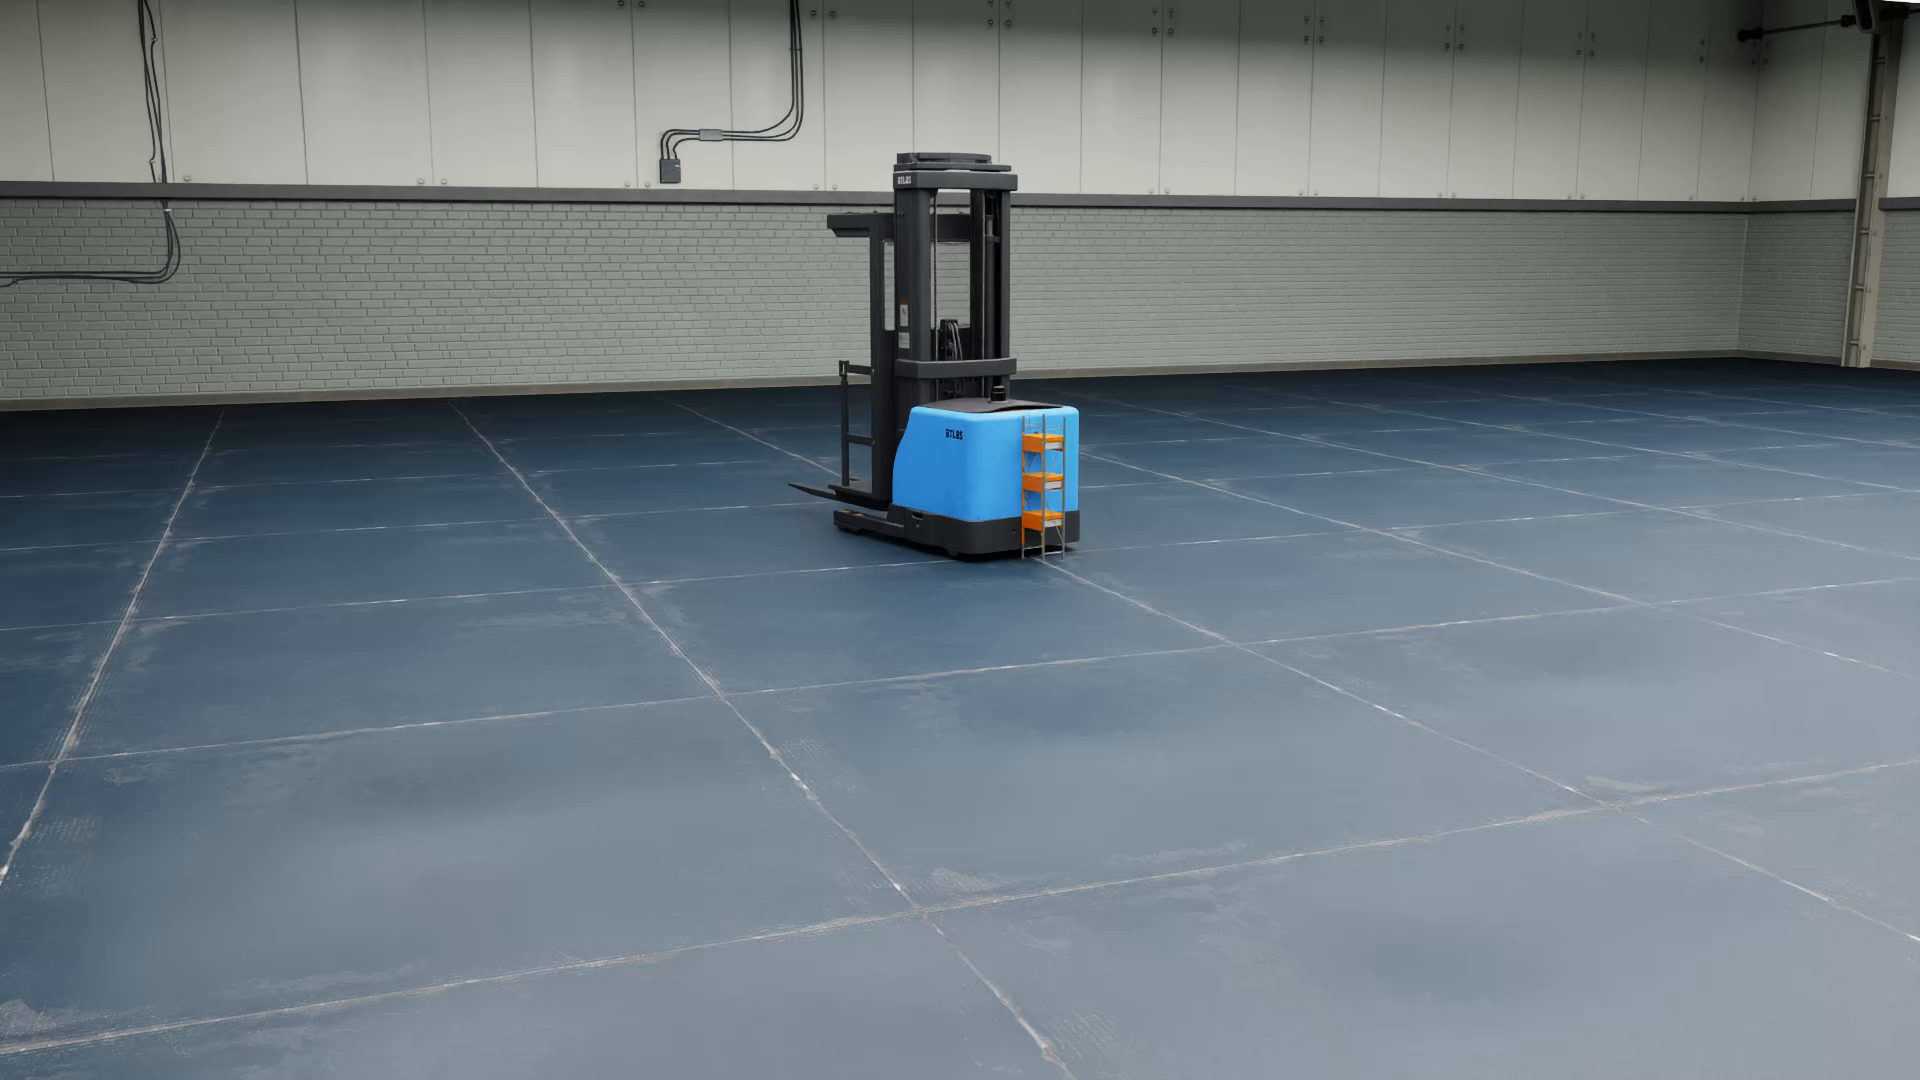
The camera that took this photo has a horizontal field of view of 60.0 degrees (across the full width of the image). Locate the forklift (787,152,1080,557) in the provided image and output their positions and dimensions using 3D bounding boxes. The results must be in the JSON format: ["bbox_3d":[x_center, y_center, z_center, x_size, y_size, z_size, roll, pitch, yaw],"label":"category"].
[{"bbox_3d":[-0.356,-1.532,13.166,1.130,2.935,3.031,-7,12,-34],"label":"forklift"}]

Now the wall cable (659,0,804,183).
[{"bbox_3d":[-3.522,-8.525,25.443,2.305,6.003,0.169,-4,11,-21],"label":"wall cable"}]

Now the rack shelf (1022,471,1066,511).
[{"bbox_3d":[0.604,-0.362,12.017,0.215,0.259,0.240,-7,12,-34],"label":"rack shelf"}]

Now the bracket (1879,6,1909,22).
[{"bbox_3d":[16.638,-9.367,29.608,0.235,0.232,0.430,-4,11,-21],"label":"bracket"}]

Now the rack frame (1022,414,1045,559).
[{"bbox_3d":[0.534,-0.390,12.114,0.200,1.050,0.008,-7,12,-34],"label":"rack frame"}]

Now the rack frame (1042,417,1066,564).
[{"bbox_3d":[0.673,-0.355,11.917,0.200,1.050,0.008,-7,12,-34],"label":"rack frame"}]

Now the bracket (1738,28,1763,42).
[{"bbox_3d":[15.478,-9.890,32.545,0.235,0.232,0.430,-4,11,-21],"label":"bracket"}]

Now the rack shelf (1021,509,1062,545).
[{"bbox_3d":[0.604,-0.088,12.066,0.215,0.259,0.240,-7,12,-34],"label":"rack shelf"}]

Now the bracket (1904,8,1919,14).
[{"bbox_3d":[17.571,-8.947,27.244,0.076,0.066,4.783,-4,11,-21],"label":"bracket"}]

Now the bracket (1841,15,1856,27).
[{"bbox_3d":[16.337,-9.503,30.370,0.235,0.232,0.430,-4,11,-21],"label":"bracket"}]

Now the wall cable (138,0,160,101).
[{"bbox_3d":[-9.855,-7.381,23.163,3.097,2.526,0.112,-4,11,-21],"label":"wall cable"}]

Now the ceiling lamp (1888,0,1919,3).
[{"bbox_3d":[13.595,-9.634,24.601,2.000,3.144,0.800,-4,11,-21],"label":"ceiling lamp"}]

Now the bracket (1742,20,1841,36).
[{"bbox_3d":[15.692,-9.793,32.003,0.076,0.066,3.189,-4,11,-21],"label":"bracket"}]

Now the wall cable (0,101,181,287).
[{"bbox_3d":[-12.376,-4.722,22.640,3.097,2.526,0.112,-4,11,-21],"label":"wall cable"}]

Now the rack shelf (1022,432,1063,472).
[{"bbox_3d":[0.604,-0.641,11.968,0.215,0.259,0.240,-7,12,-34],"label":"rack shelf"}]

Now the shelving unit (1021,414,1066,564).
[{"bbox_3d":[0.604,-0.372,12.016,0.215,1.050,0.252,-7,12,-34],"label":"shelving unit"}]

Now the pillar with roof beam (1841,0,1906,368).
[{"bbox_3d":[12.806,-7.412,28.895,9.100,9.000,0.548,-4,11,-21],"label":"pillar with roof beam"}]
